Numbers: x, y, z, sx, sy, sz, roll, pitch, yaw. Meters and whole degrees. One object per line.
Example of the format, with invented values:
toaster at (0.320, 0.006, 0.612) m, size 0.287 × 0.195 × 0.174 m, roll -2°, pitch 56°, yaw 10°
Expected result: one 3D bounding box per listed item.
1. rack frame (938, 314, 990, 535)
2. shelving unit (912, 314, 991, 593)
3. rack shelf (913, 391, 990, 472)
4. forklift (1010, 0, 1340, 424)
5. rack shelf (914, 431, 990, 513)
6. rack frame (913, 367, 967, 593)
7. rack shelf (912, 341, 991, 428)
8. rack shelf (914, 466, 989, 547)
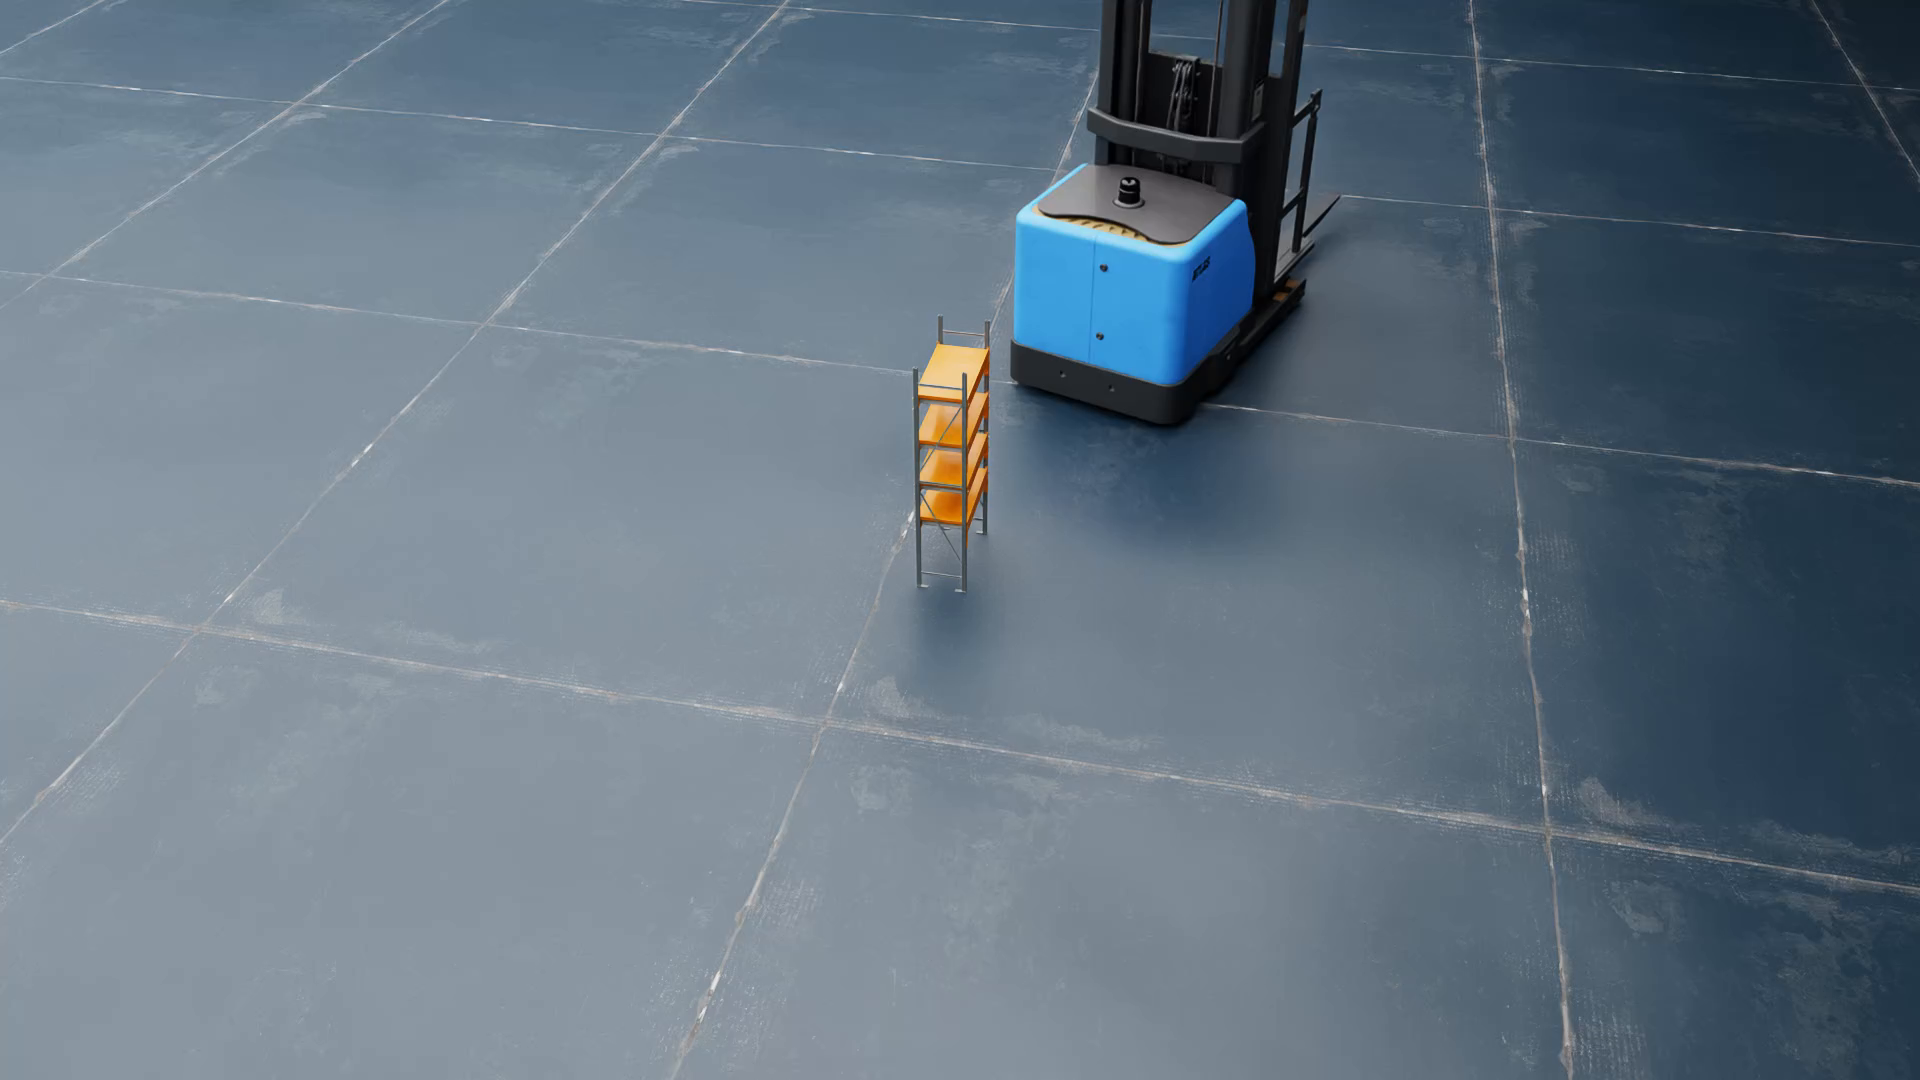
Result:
rack frame at (0.017, -0.531, 7.960) m, size 0.240 × 1.200 × 0.015 m, roll 7°, pitch 37°, yaw 10°
shelving unit at (-0.035, -0.391, 7.767) m, size 0.258 × 1.200 × 0.503 m, roll 7°, pitch 37°, yaw 10°
rack shelf at (-0.035, -0.518, 7.675) m, size 0.258 × 0.148 × 0.480 m, roll 7°, pitch 37°, yaw 10°
forklift at (1.468, -2.652, 9.412) m, size 1.130 × 2.935 × 3.031 m, roll 19°, pitch 40°, yaw 24°
rack shelf at (-0.035, -0.336, 7.806) m, size 0.258 × 0.148 × 0.480 m, roll 7°, pitch 37°, yaw 10°
rack frame at (-0.087, -0.251, 7.574) m, size 0.240 × 1.200 × 0.015 m, roll 7°, pitch 37°, yaw 10°
rack shelf at (-0.035, -0.709, 7.536) m, size 0.258 × 0.148 × 0.480 m, roll 7°, pitch 37°, yaw 10°
rack shelf at (-0.035, -0.176, 7.923) m, size 0.258 × 0.148 × 0.480 m, roll 7°, pitch 37°, yaw 10°
